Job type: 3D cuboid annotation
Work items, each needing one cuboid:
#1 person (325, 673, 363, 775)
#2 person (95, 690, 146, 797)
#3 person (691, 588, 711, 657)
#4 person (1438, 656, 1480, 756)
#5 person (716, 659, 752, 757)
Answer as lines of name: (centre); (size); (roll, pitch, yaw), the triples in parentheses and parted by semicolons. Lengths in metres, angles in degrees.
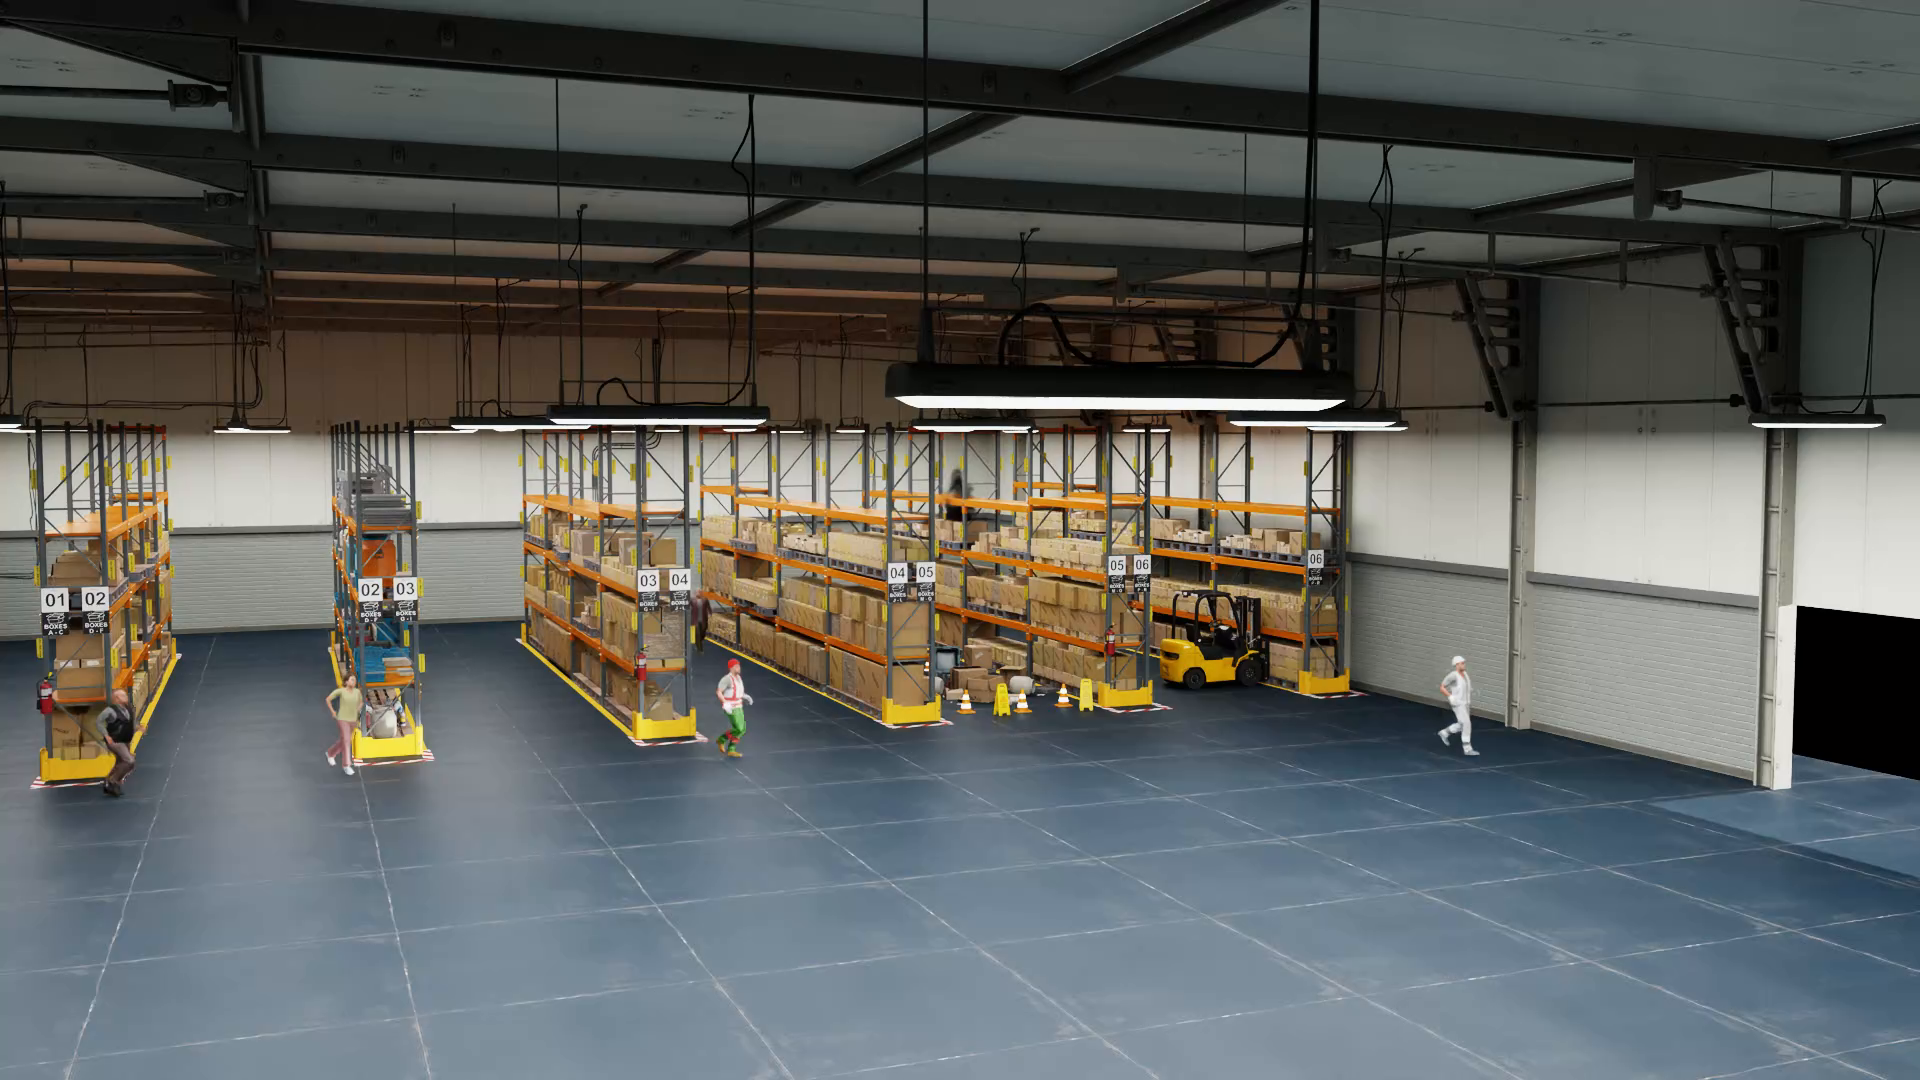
person: (-10.516, 3.122, 28.536); (0.916, 1.668, 0.616); (3, 5, 38)
person: (-13.340, 3.218, 26.433); (0.731, 1.682, 0.625); (1, 4, 10)
person: (-6.863, 2.135, 43.598); (0.711, 1.769, 0.900); (-1, 4, -22)
person: (8.980, 2.968, 29.912); (0.670, 1.765, 0.904); (-3, 5, -41)
person: (-4.043, 2.992, 29.710); (0.589, 1.751, 0.673); (1, 4, 20)
